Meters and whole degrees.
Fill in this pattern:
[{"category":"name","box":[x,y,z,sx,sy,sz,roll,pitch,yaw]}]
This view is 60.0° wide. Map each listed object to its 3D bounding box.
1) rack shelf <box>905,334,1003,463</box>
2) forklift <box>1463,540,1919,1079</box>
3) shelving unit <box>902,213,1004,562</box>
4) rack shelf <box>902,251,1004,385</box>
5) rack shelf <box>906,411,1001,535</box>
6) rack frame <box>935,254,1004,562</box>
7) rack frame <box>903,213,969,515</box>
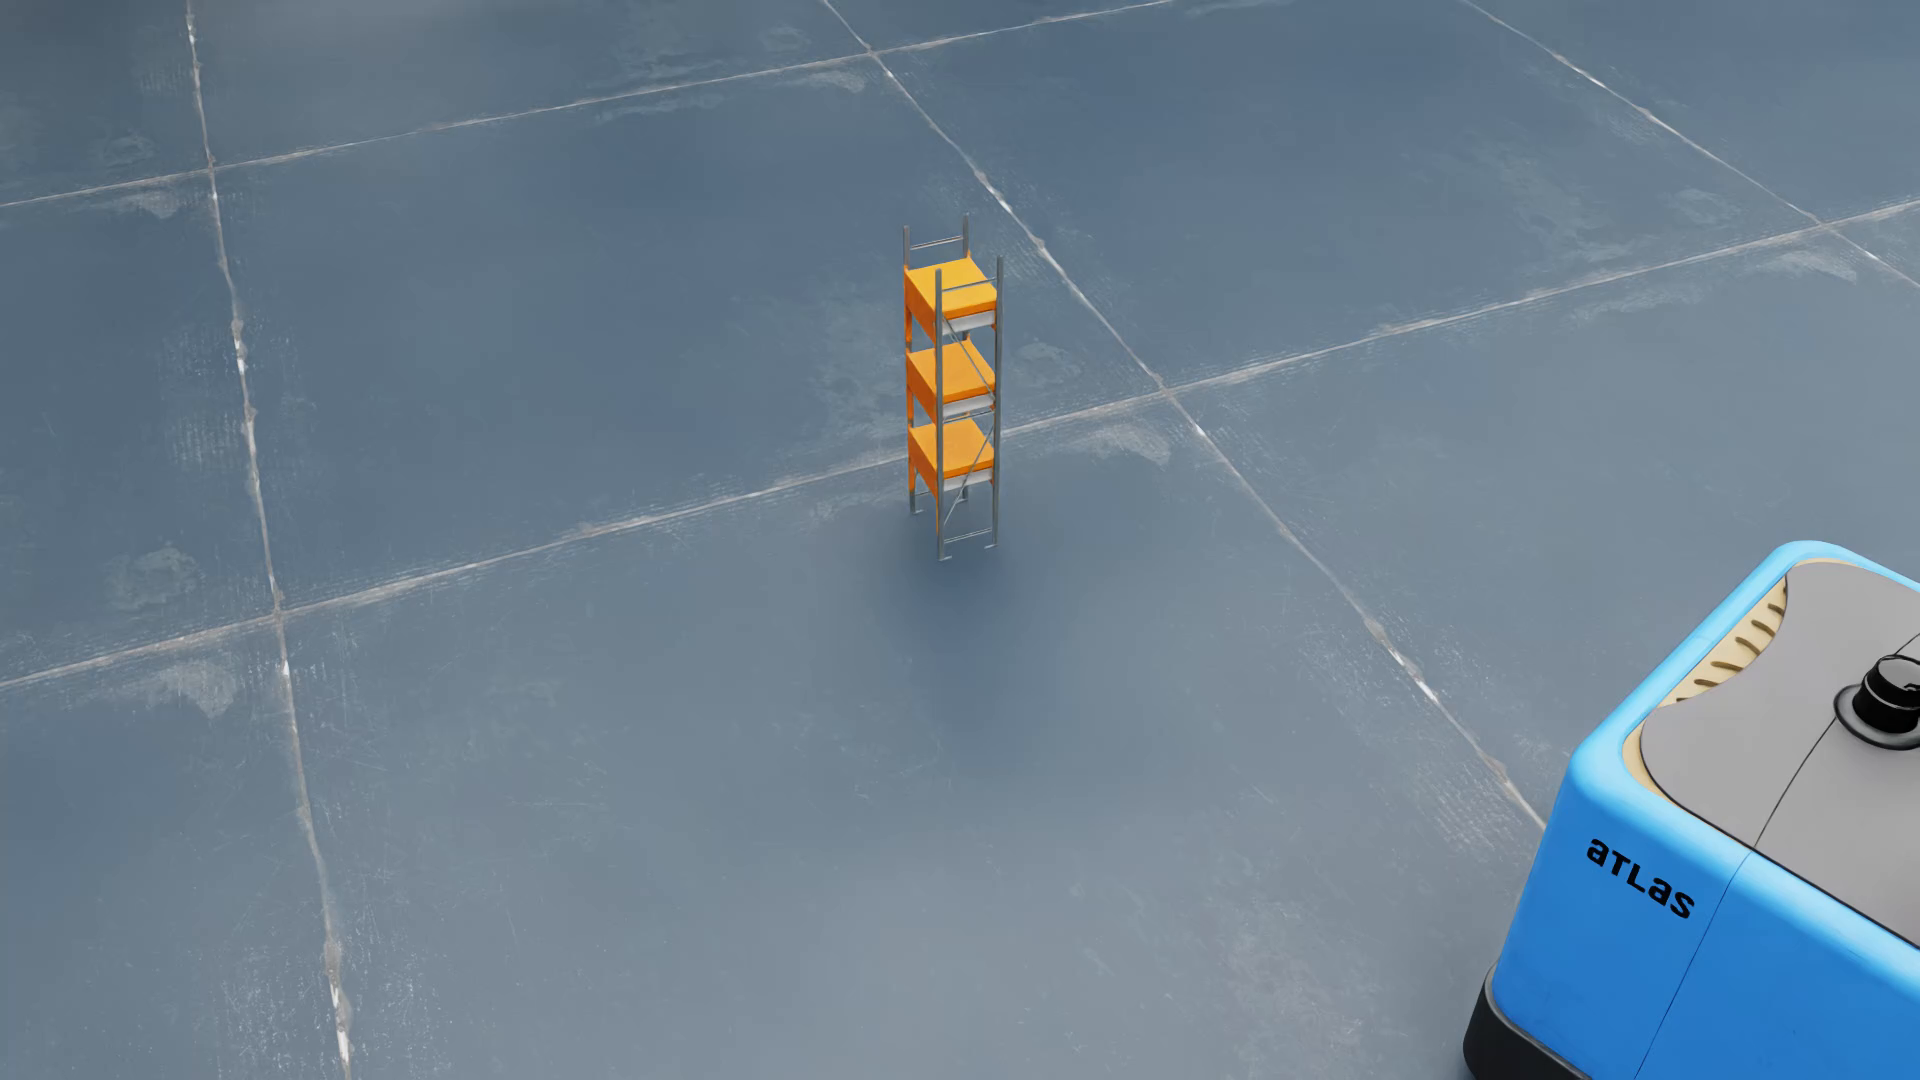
[{"category":"rack shelf","box":[-0.020,-0.422,4.952,0.215,0.259,0.240,-15,43,-17]},{"category":"forklift","box":[2.532,0.585,2.321,1.130,2.935,3.031,-32,50,-32]},{"category":"shelving unit","box":[-0.020,-0.430,4.945,0.215,1.050,0.252,-15,43,-17]},{"category":"rack shelf","box":[-0.020,-0.637,4.767,0.215,0.259,0.240,-15,43,-17]},{"category":"rack shelf","box":[-0.020,-0.212,5.133,0.215,0.259,0.240,-15,43,-17]},{"category":"rack frame","box":[0.026,-0.357,4.860,0.200,1.050,0.008,-15,43,-17]},{"category":"rack frame","box":[-0.067,-0.504,5.031,0.200,1.050,0.008,-15,43,-17]}]
